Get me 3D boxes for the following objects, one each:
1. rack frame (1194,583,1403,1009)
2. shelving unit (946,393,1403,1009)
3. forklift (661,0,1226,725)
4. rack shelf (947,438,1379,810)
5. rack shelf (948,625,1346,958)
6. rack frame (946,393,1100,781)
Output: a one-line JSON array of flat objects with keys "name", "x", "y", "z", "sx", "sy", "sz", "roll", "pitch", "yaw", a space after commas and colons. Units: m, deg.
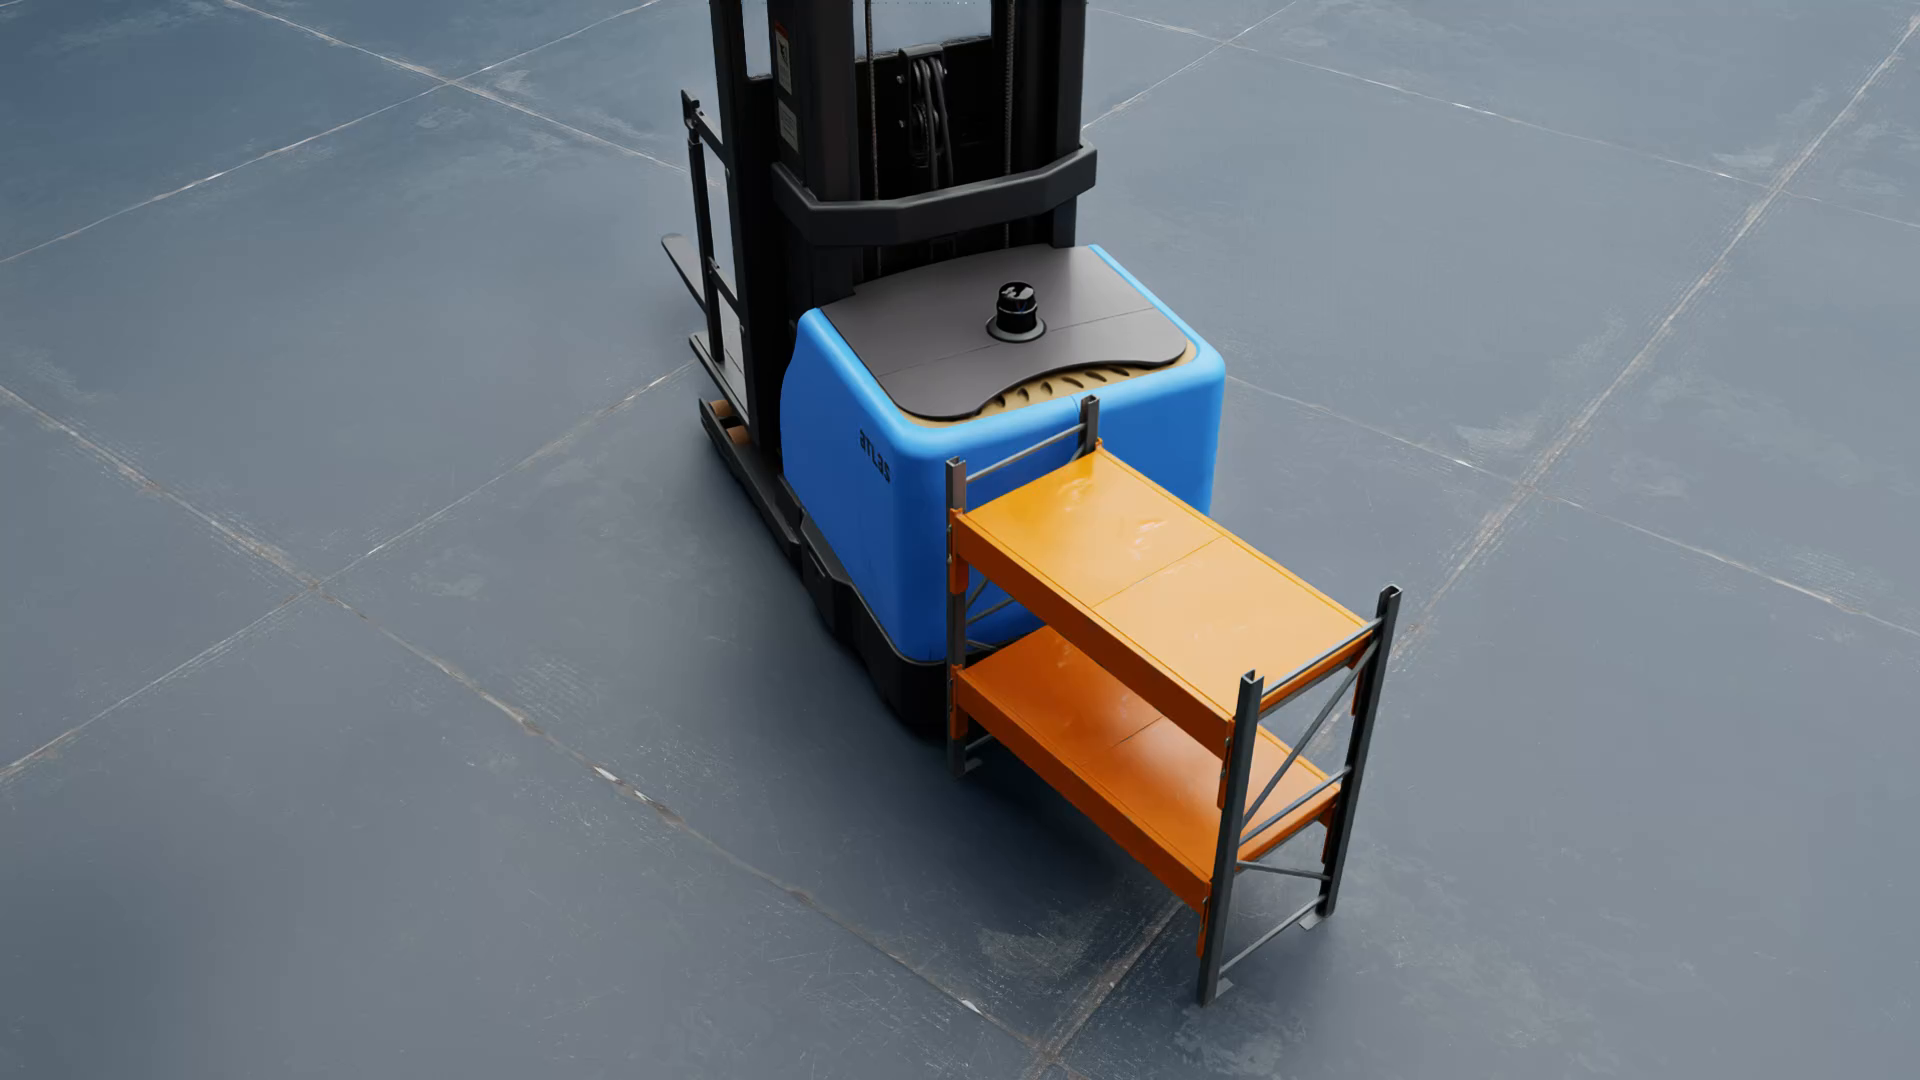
[{"name": "rack frame", "x": 0.804, "y": 0.645, "z": 4.014, "sx": 0.500, "sy": 1.125, "sz": 0.032, "roll": -26, "pitch": 45, "yaw": -30}, {"name": "shelving unit", "x": 0.486, "y": 0.401, "z": 4.326, "sx": 0.538, "sy": 1.125, "sz": 1.048, "roll": -26, "pitch": 45, "yaw": -30}, {"name": "forklift", "x": -0.314, "y": -1.509, "z": 5.300, "sx": 1.130, "sy": 2.935, "sz": 3.031, "roll": -16, "pitch": 41, "yaw": -20}, {"name": "rack shelf", "x": 0.486, "y": 0.170, "z": 4.146, "sx": 0.538, "sy": 0.278, "sz": 1.000, "roll": -26, "pitch": 45, "yaw": -30}, {"name": "rack shelf", "x": 0.486, "y": 0.593, "z": 4.477, "sx": 0.538, "sy": 0.278, "sz": 1.000, "roll": -26, "pitch": 45, "yaw": -30}, {"name": "rack frame", "x": 0.168, "y": 0.156, "z": 4.638, "sx": 0.500, "sy": 1.125, "sz": 0.032, "roll": -26, "pitch": 45, "yaw": -30}]
